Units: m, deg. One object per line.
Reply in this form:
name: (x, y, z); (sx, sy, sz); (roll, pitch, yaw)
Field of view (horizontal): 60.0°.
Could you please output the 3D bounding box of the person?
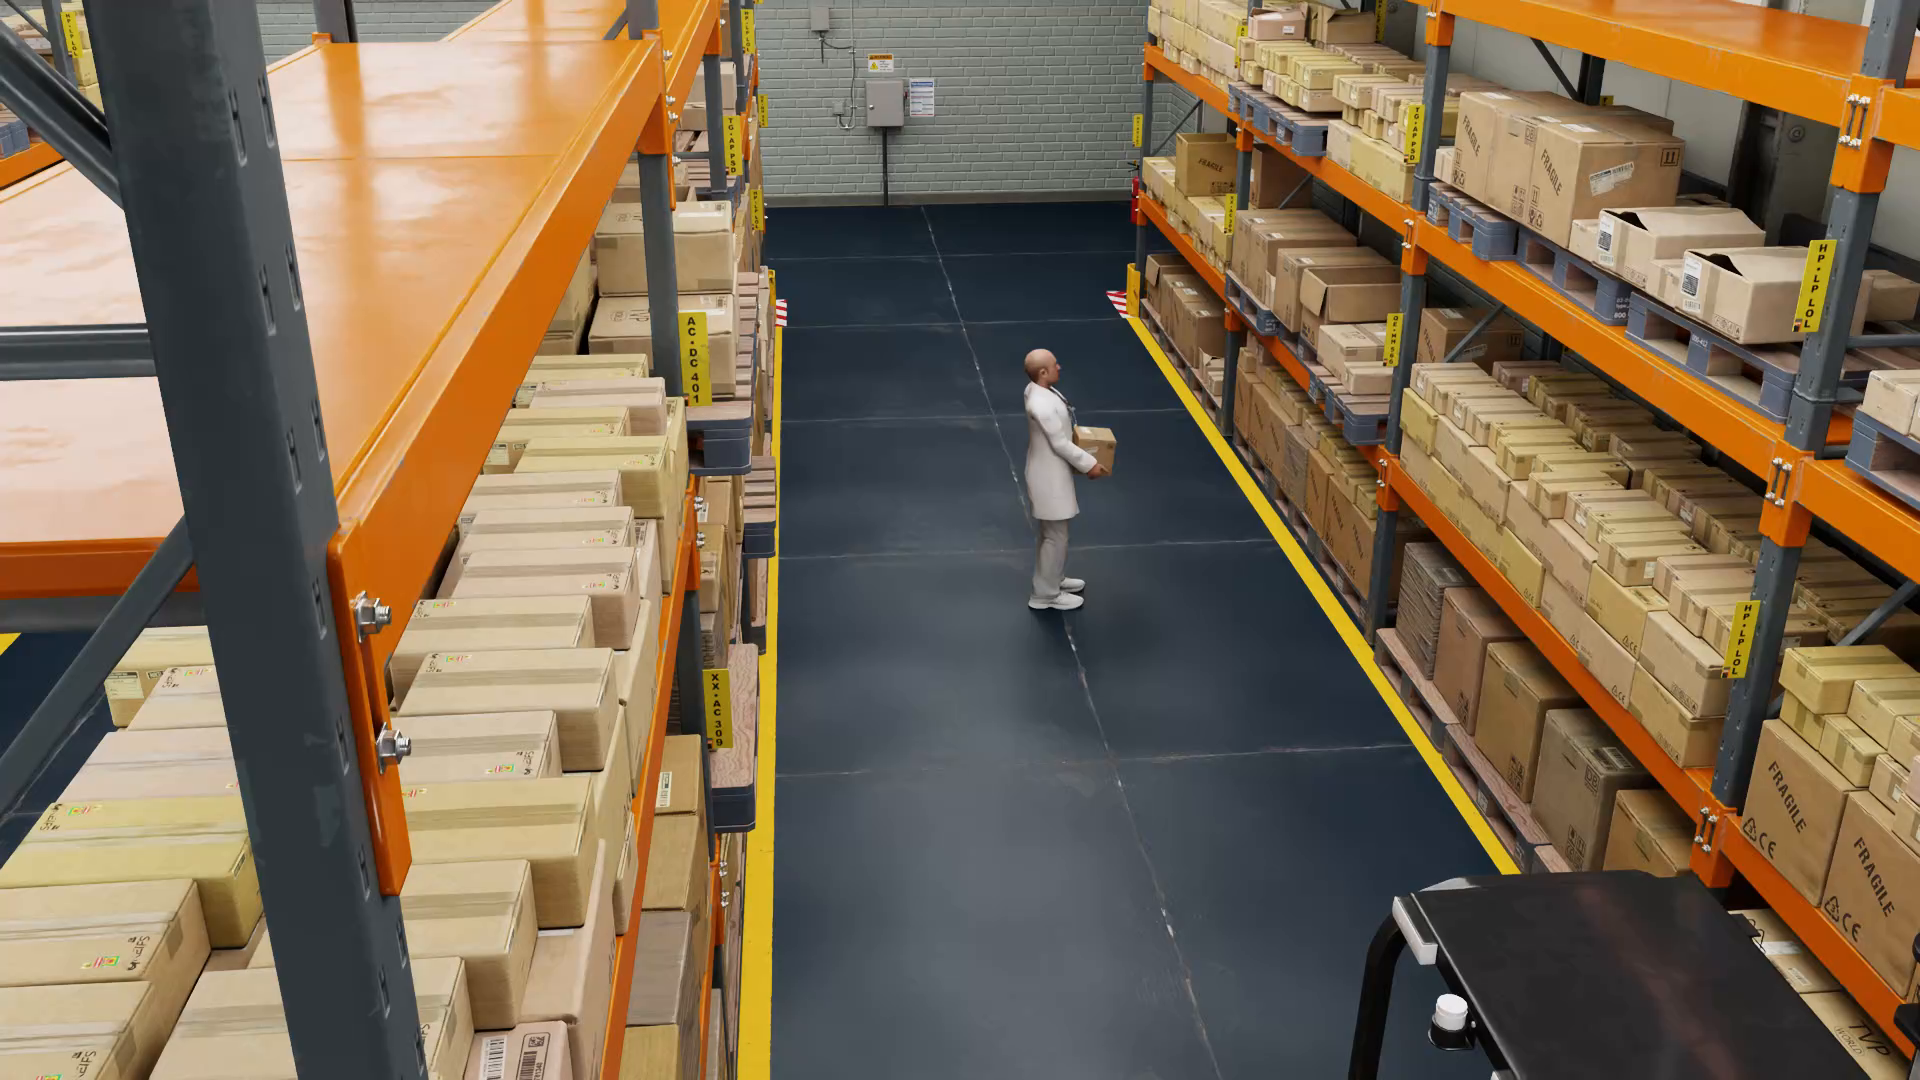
person: (0.693, -0.416, 11.085); (0.555, 1.769, 0.517); (-2, 23, -5)
